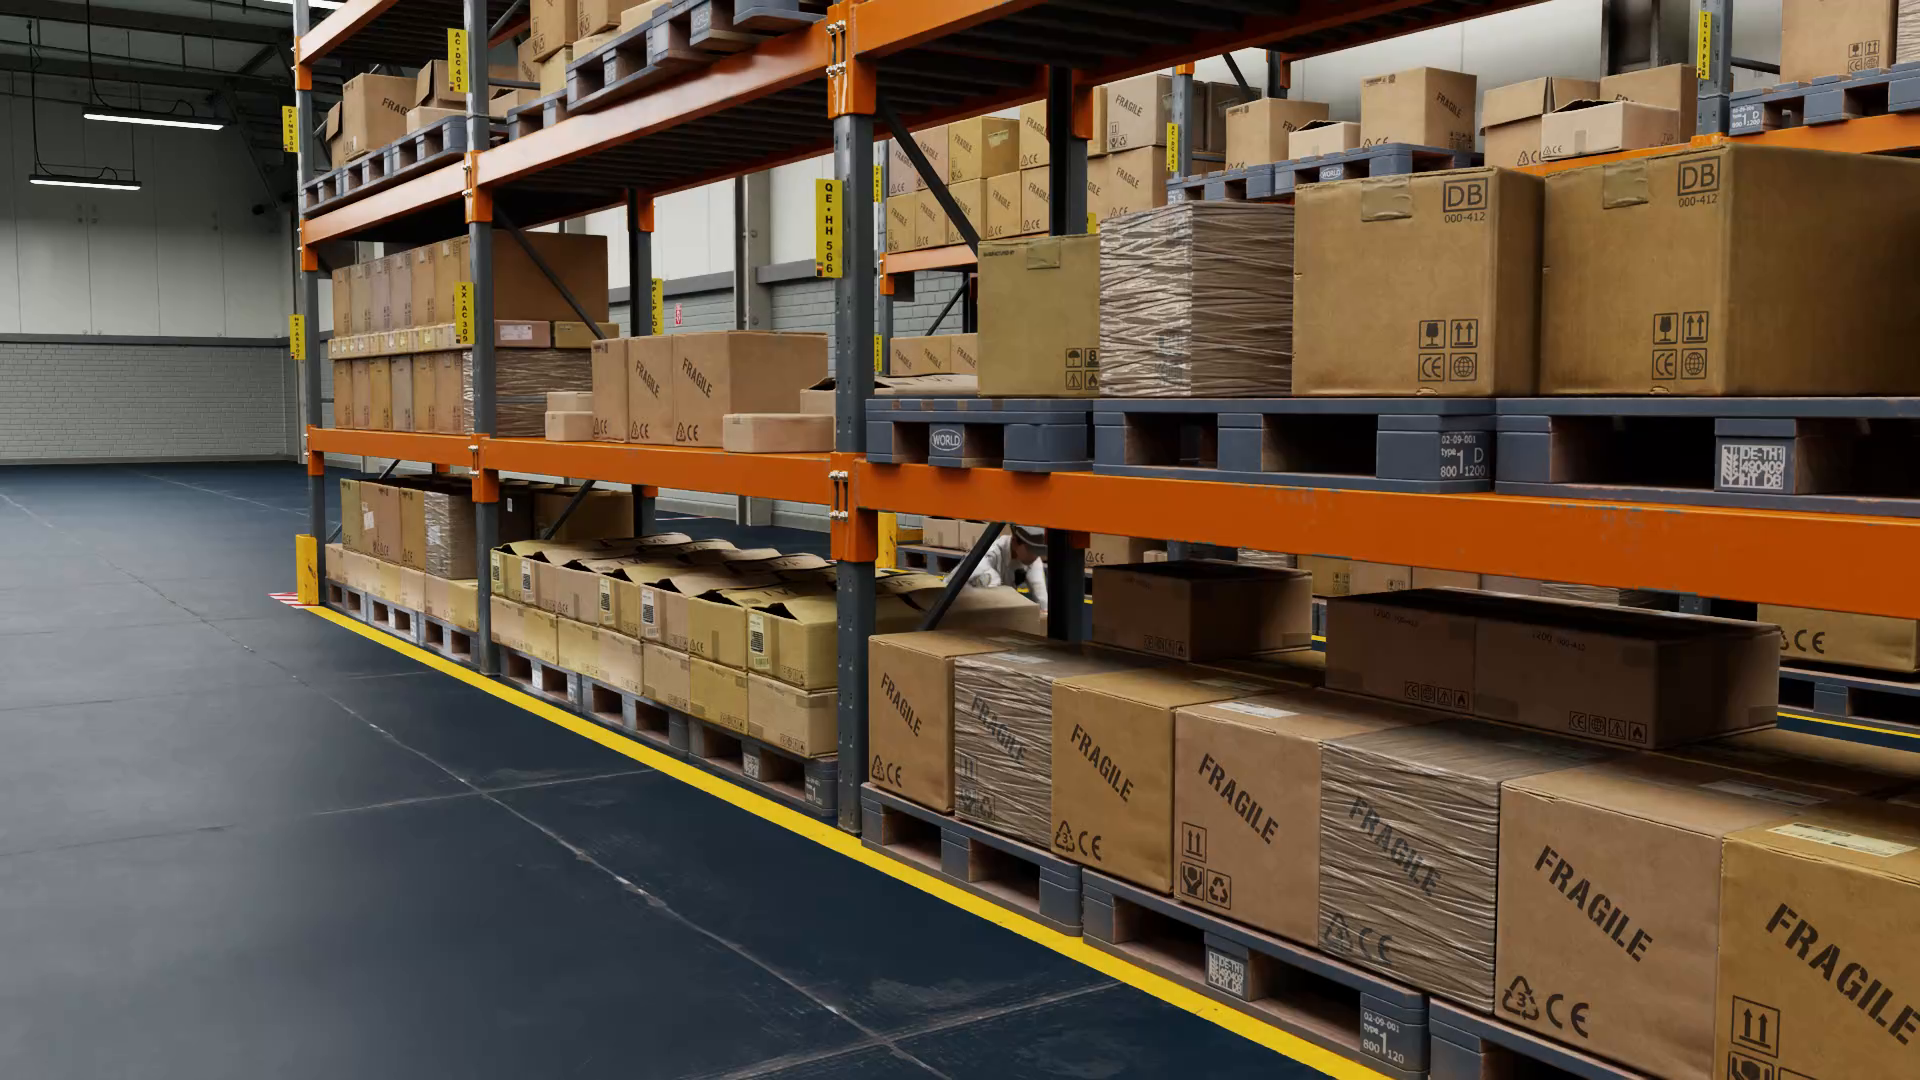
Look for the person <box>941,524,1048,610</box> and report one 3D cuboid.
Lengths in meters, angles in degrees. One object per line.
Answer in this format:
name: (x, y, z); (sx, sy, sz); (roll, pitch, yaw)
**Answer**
person: (0.200, 0.317, 8.524); (0.467, 0.975, 0.841); (-3, 6, -34)
